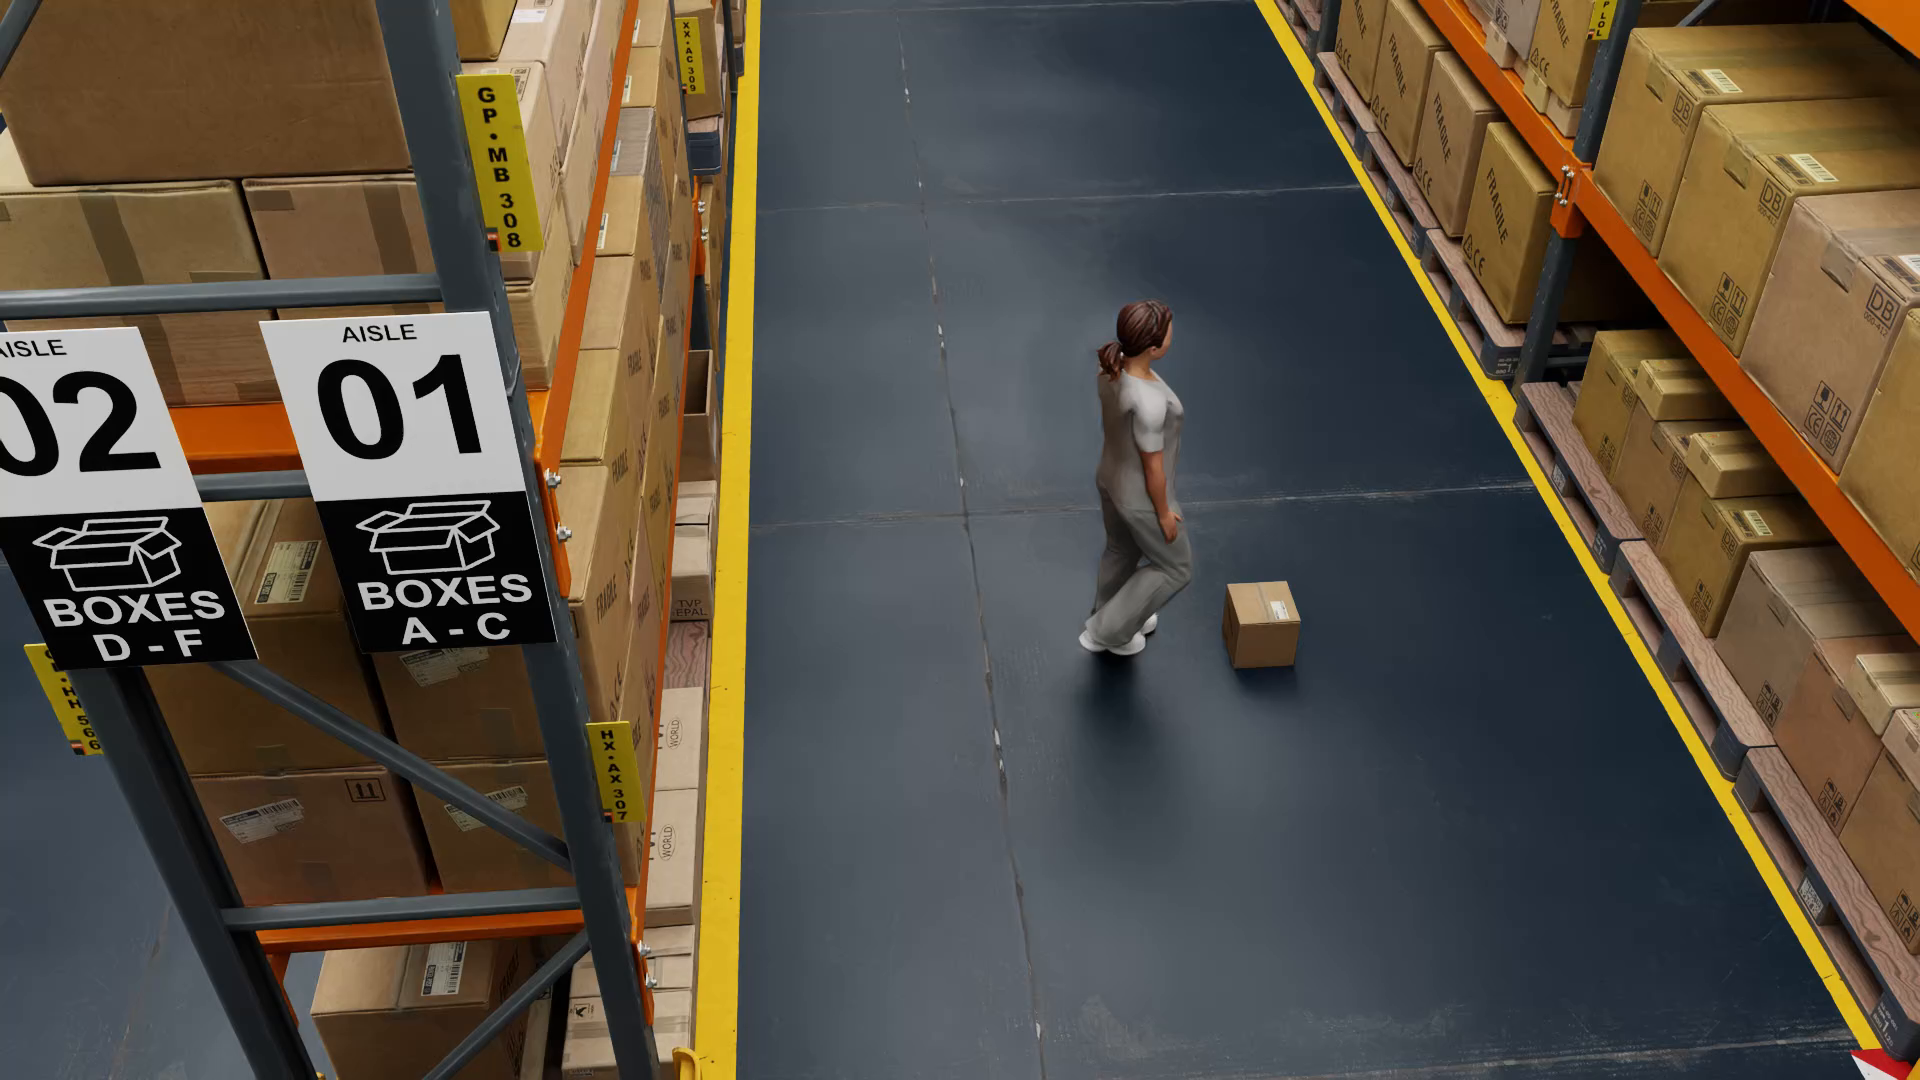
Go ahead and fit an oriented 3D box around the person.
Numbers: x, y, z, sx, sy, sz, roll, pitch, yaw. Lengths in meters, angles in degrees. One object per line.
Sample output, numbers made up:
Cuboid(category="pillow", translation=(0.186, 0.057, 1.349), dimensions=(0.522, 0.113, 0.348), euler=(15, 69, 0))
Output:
Cuboid(category="person", translation=(0.667, -0.190, 6.364), dimensions=(0.431, 1.677, 0.465), euler=(-12, 41, -15))
